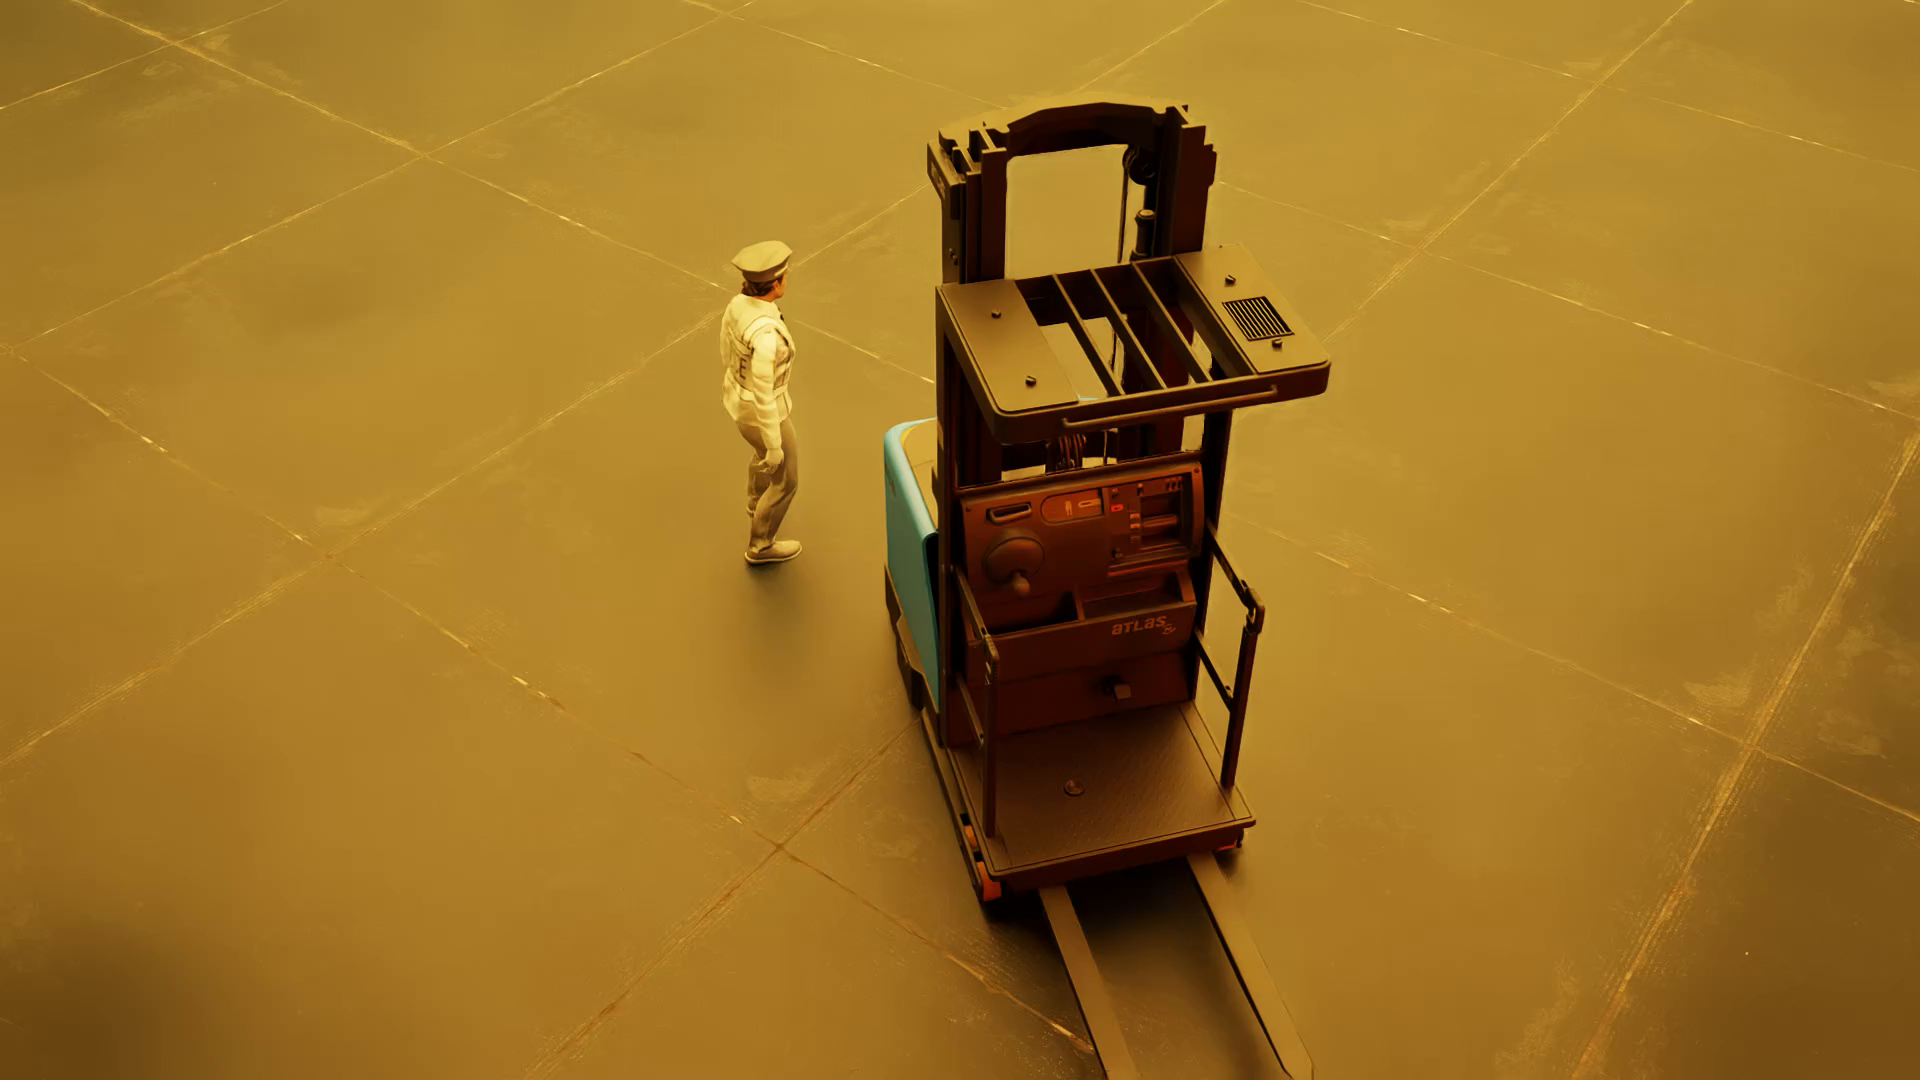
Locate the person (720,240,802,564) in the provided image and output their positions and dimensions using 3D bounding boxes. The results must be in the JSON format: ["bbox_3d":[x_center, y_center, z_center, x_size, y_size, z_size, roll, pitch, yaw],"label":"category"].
[{"bbox_3d":[-0.929,-0.635,7.829,0.389,1.638,0.793,-17,43,-19],"label":"person"}]

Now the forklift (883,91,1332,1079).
[{"bbox_3d":[0.520,0.042,6.025,1.130,2.935,3.031,-10,41,-11],"label":"forklift"}]
